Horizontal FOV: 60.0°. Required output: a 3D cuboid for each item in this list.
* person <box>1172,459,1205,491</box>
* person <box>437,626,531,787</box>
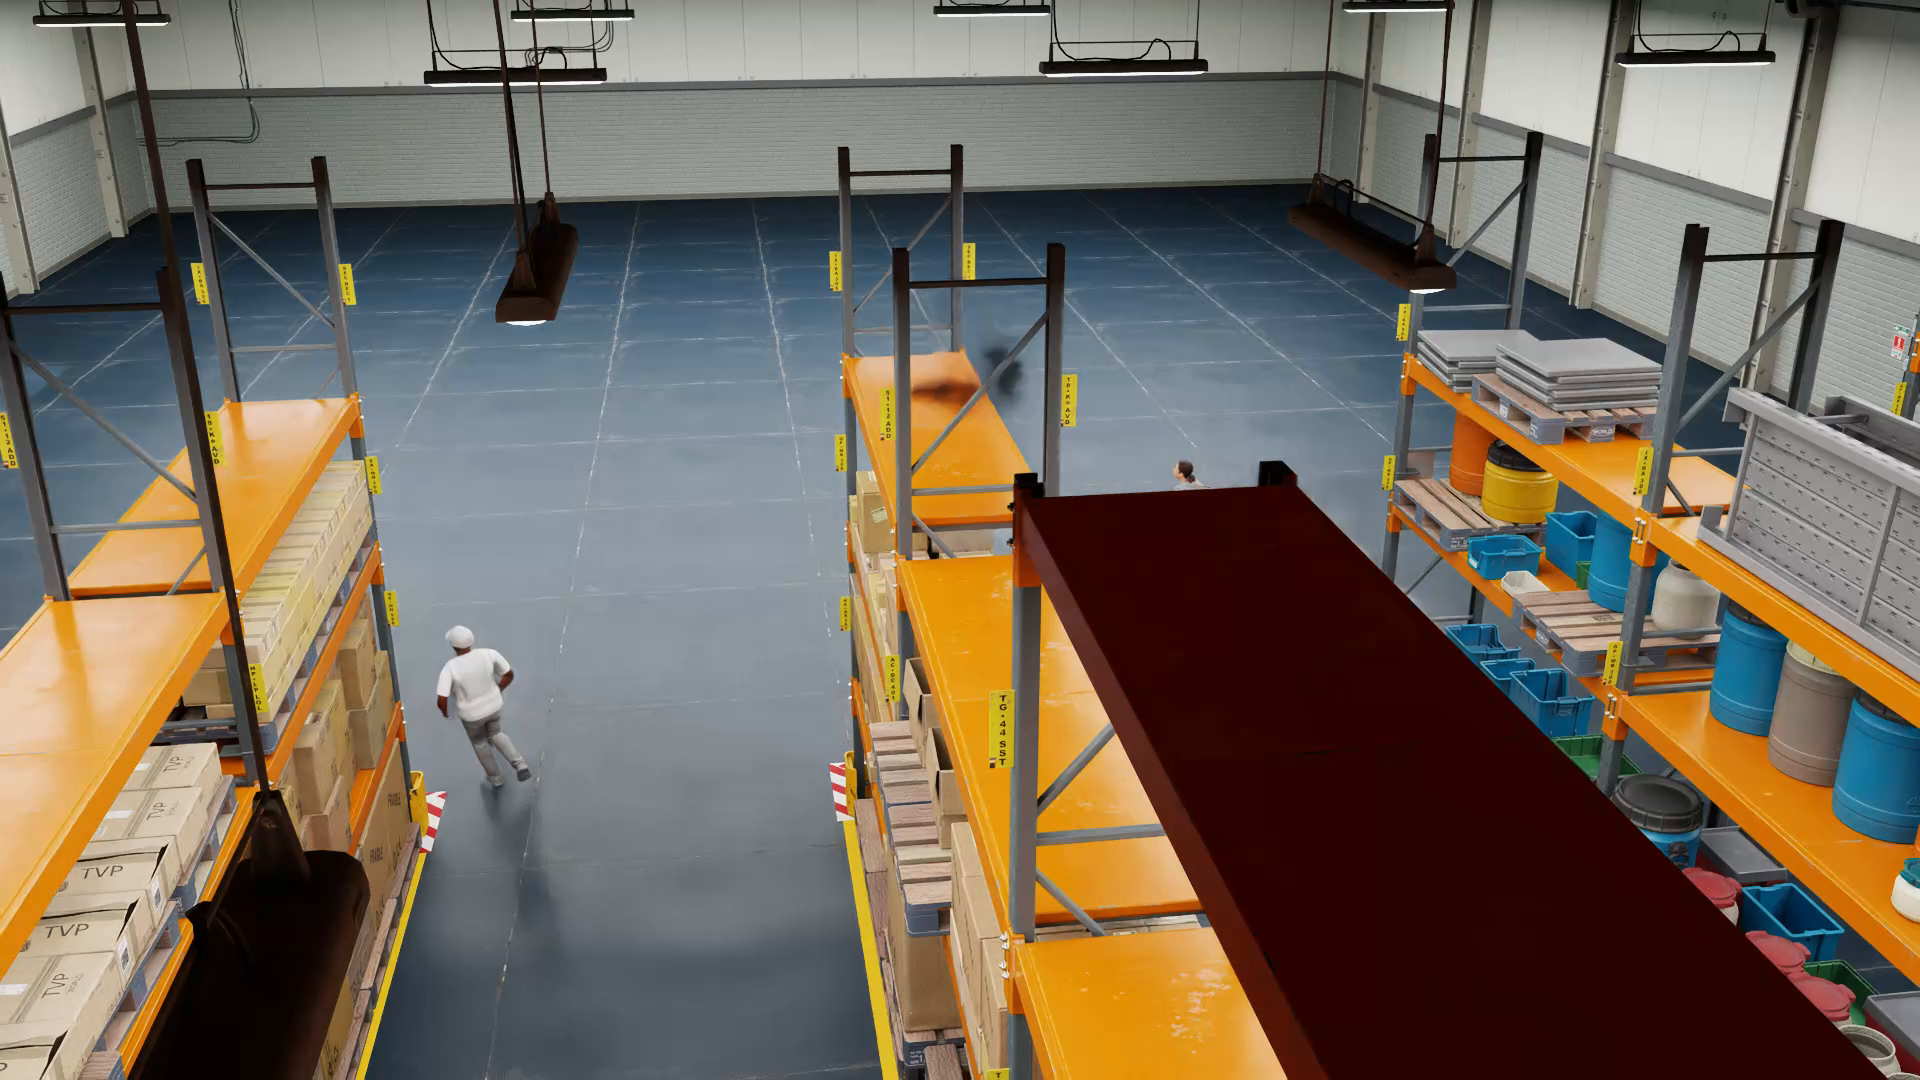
[{"bbox_3d":[2.653,-0.132,19.746,0.747,1.721,0.553,7,23,17],"label":"person"},{"bbox_3d":[-4.455,1.576,15.330,0.730,1.715,0.643,-18,28,-38],"label":"person"}]
